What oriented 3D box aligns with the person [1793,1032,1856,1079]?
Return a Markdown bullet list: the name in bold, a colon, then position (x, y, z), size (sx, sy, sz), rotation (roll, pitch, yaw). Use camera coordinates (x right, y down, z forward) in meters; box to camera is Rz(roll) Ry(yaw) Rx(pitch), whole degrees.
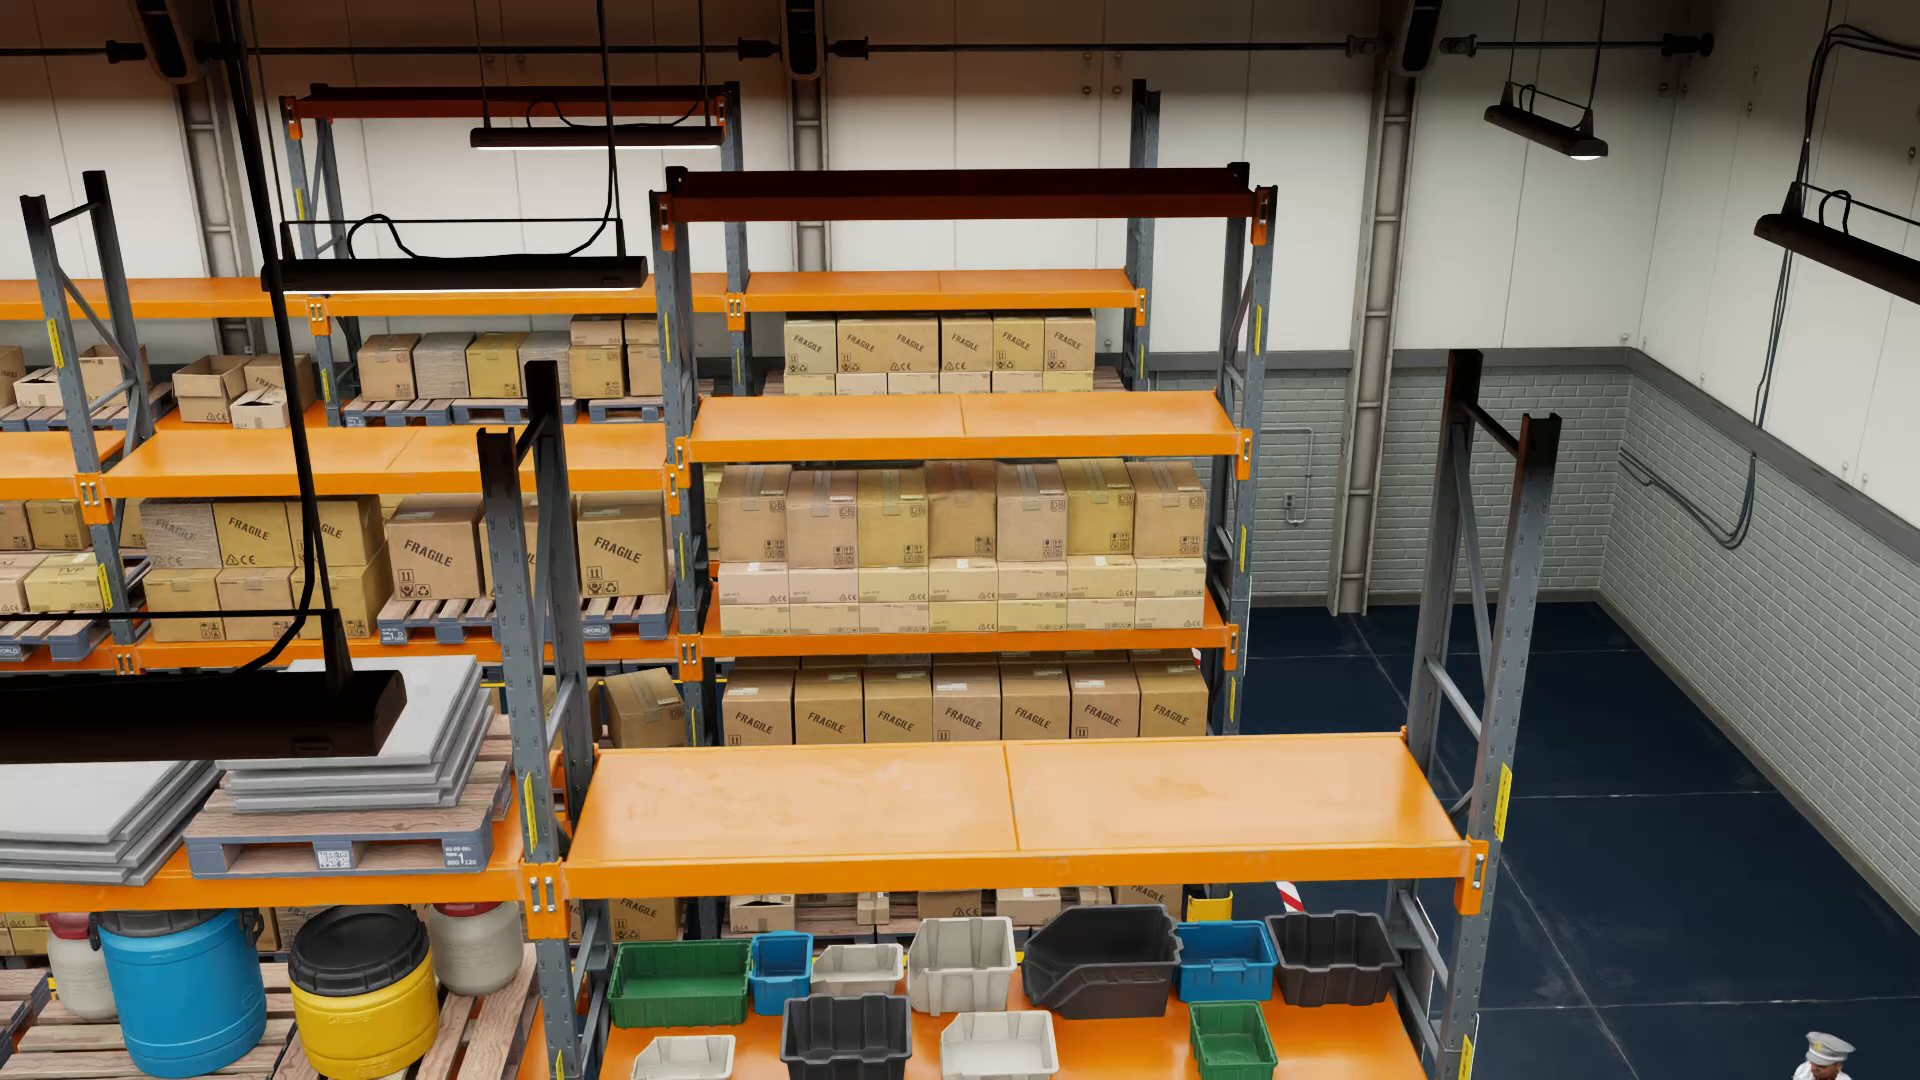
- **person**: position (5.173, 3.648, 9.962), size (0.726, 1.656, 0.477), rotation (-15, 26, -32)
